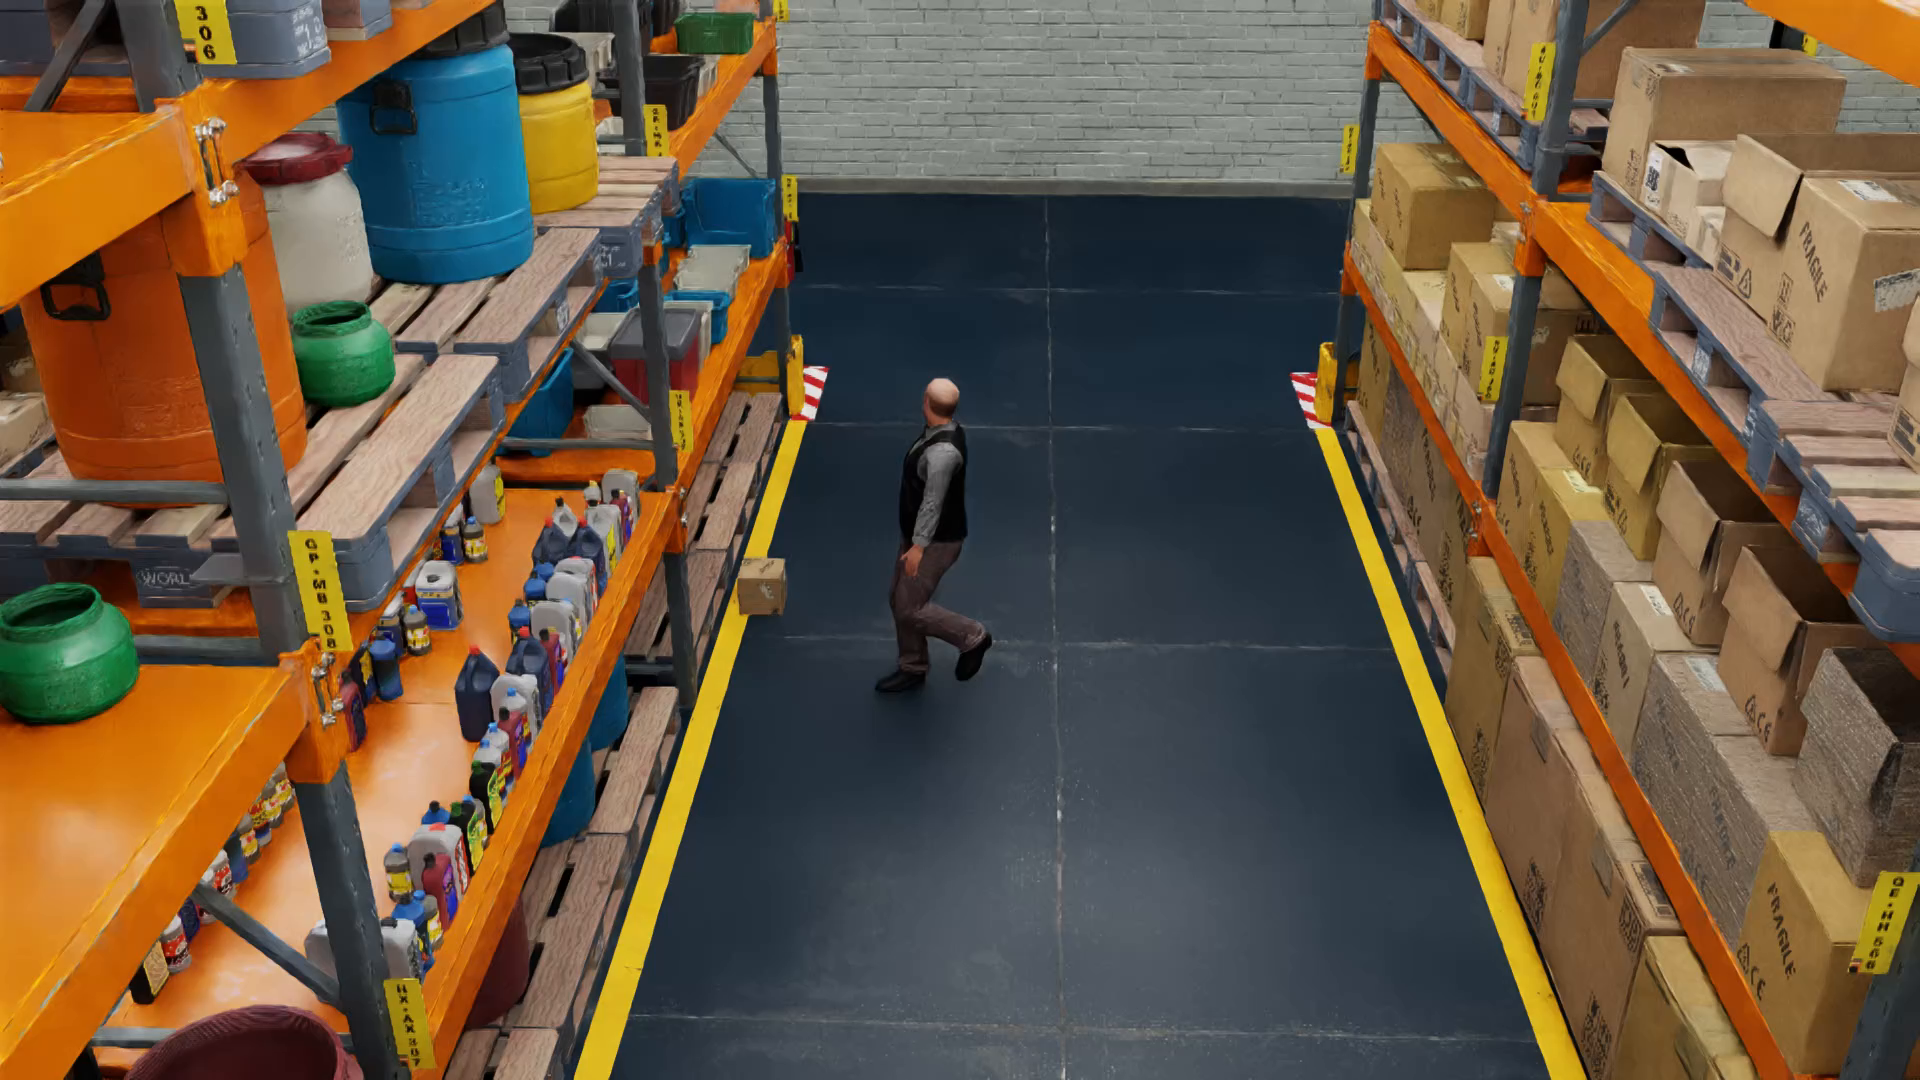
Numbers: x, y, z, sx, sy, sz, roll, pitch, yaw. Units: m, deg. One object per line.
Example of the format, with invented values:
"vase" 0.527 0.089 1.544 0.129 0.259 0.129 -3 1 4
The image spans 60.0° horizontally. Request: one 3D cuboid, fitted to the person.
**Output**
"person" -0.166 -0.031 8.756 0.636 1.681 0.580 -3 28 -6
